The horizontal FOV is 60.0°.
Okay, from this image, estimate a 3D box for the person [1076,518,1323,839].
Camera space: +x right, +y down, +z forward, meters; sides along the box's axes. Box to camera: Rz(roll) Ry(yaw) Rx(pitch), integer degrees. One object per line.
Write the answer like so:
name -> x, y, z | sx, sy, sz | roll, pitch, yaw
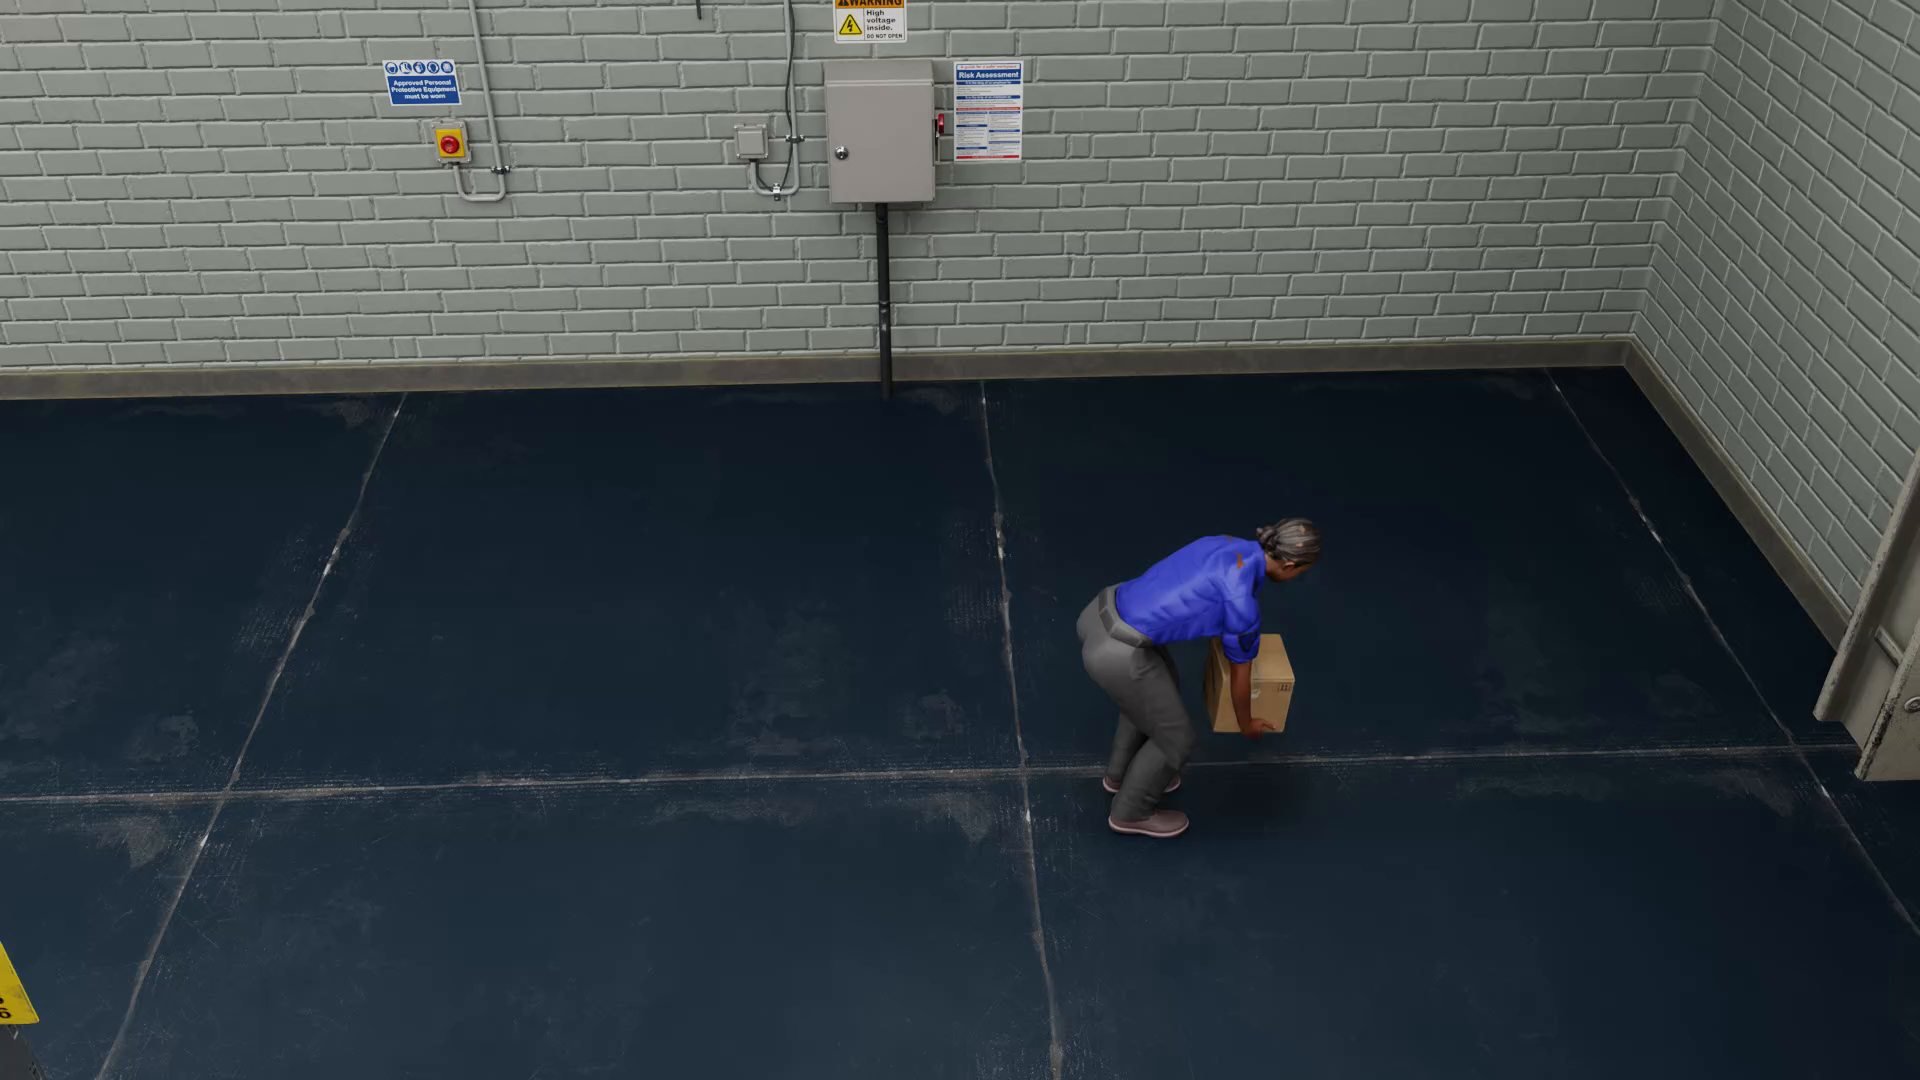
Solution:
person -> 0.811, 0.474, 5.839 | 0.813, 1.253, 0.418 | -3, 36, -4
